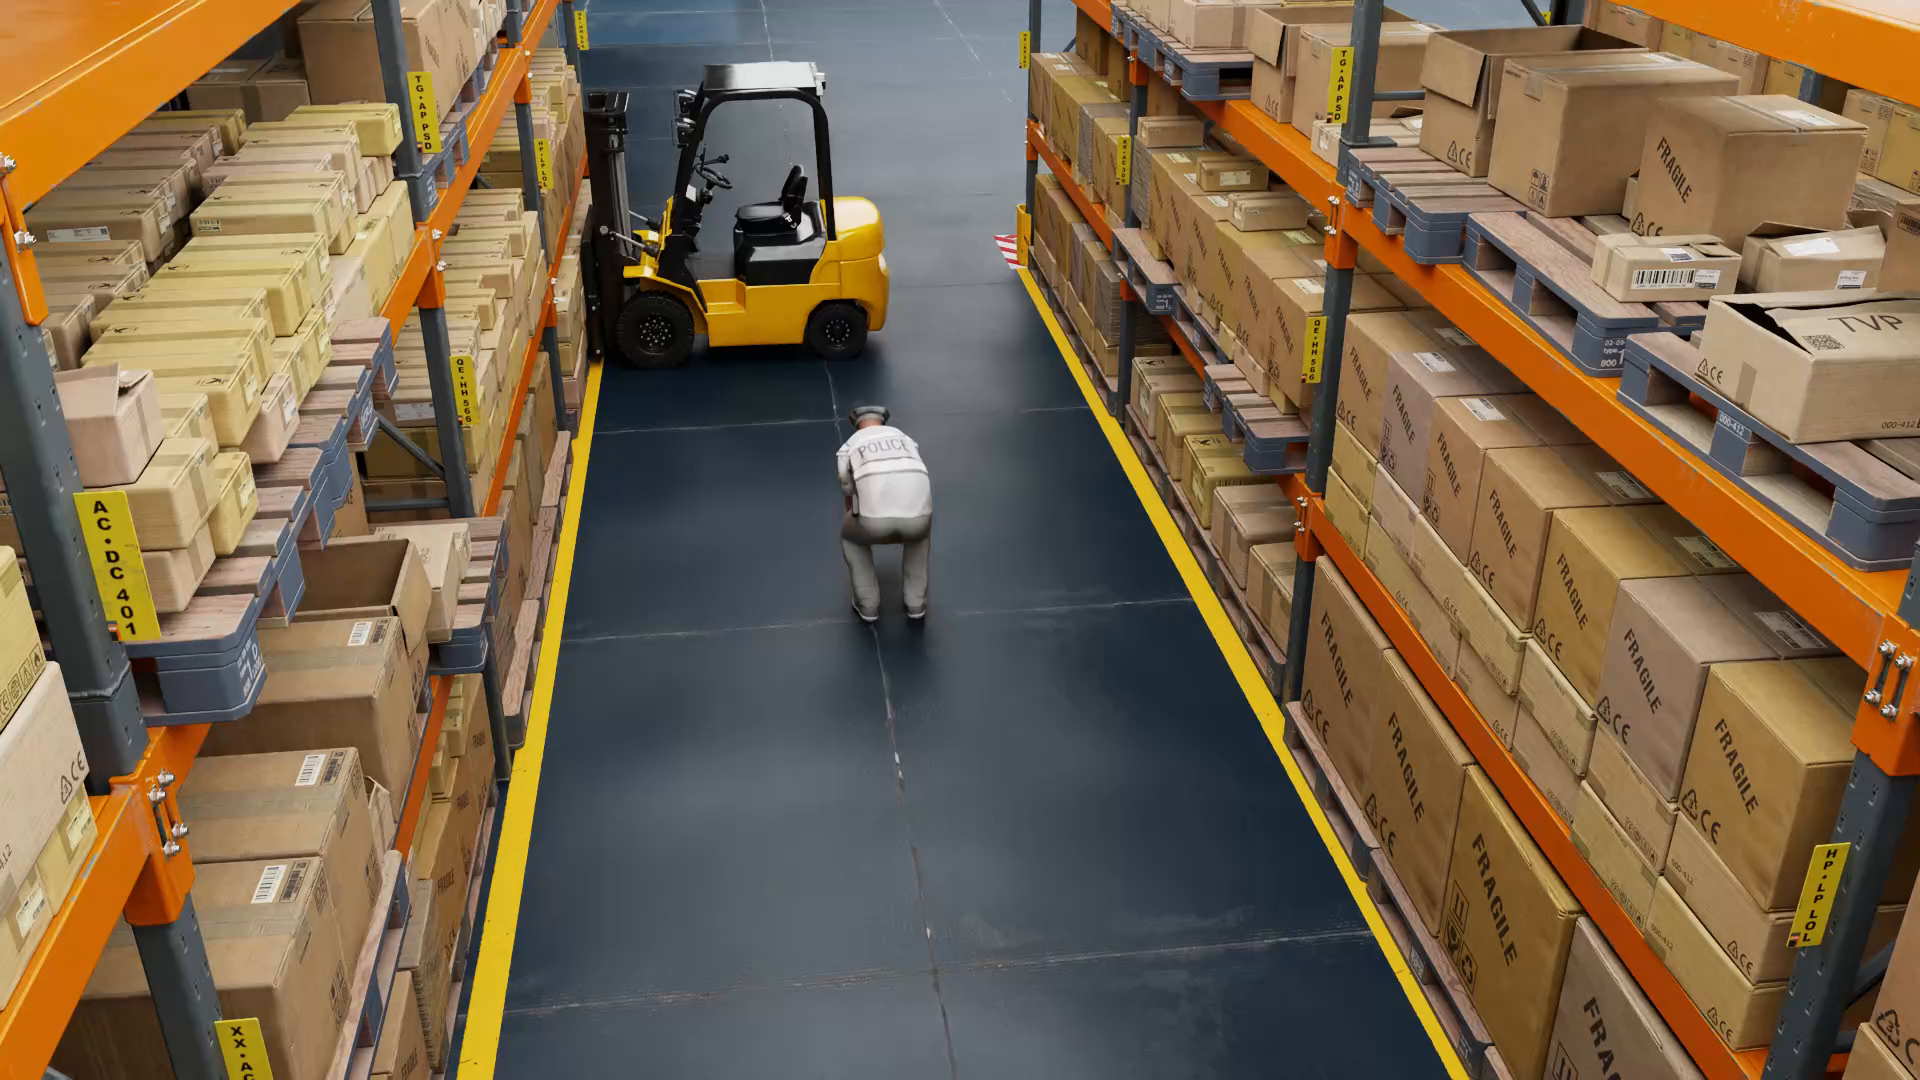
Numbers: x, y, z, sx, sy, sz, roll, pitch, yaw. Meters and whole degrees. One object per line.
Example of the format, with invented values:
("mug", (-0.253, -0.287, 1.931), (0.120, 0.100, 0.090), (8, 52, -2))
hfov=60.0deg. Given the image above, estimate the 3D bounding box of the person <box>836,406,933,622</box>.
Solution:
("person", (-0.441, -0.150, 9.666), (0.537, 1.064, 1.032), (-5, 27, -10))
